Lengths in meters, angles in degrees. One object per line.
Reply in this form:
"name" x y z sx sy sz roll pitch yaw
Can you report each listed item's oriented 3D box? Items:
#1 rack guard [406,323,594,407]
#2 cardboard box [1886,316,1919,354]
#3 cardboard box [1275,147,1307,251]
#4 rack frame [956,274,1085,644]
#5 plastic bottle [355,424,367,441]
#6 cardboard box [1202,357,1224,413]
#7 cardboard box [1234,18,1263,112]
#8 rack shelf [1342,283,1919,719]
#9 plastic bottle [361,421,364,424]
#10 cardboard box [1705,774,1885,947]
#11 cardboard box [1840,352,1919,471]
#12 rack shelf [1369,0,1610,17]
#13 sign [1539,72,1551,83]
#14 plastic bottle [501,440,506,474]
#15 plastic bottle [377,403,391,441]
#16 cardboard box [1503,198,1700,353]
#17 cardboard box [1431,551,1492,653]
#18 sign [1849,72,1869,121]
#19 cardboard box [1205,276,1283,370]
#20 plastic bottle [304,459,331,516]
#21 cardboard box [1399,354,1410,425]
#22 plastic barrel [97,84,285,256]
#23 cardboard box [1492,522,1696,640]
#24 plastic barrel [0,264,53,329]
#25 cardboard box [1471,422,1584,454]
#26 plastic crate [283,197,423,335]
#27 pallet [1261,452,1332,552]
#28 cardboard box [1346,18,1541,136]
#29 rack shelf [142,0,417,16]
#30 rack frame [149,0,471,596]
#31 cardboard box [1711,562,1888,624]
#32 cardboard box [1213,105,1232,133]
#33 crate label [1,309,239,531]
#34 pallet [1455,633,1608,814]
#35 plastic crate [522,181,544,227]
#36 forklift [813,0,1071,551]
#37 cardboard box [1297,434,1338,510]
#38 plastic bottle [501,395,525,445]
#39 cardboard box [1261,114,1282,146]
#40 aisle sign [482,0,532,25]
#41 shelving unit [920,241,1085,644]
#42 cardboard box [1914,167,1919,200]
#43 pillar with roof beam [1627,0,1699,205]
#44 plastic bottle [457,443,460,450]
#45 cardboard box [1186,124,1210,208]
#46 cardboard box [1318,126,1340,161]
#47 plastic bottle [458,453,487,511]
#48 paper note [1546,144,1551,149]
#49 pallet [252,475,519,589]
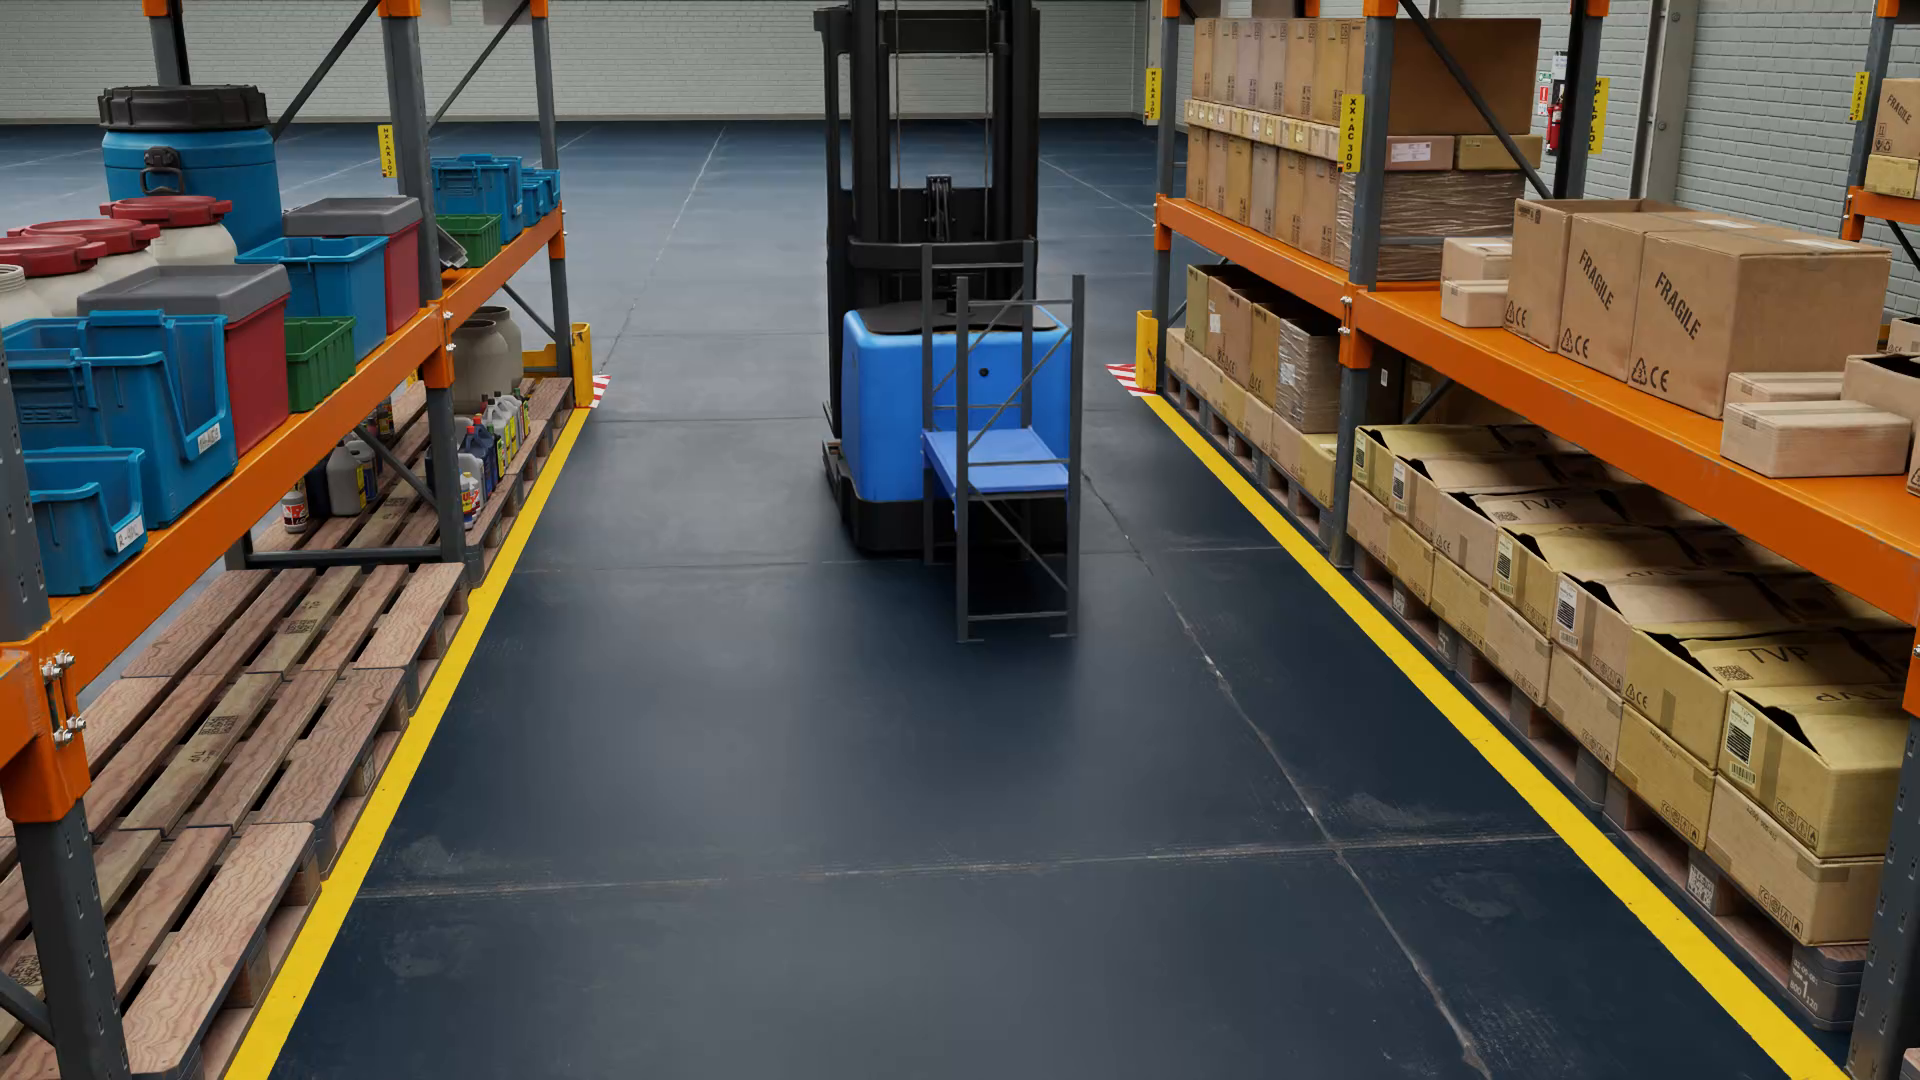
"rack guard" -3.043 -1.150 11.005 1.175 0.500 0.348 -2 18 -6
"cardboard box" 6.738 -1.388 11.344 0.500 0.311 0.500 -4 18 -12
"cardboard box" 2.081 -1.810 8.768 0.700 0.500 0.500 -2 17 -5
"rack frame" 0.235 -0.305 6.644 0.500 1.500 0.032 -3 18 -8
"plastic bottle" -2.992 -0.433 8.349 0.061 0.283 0.133 -2 18 -6
"cardboard box" 1.770 -0.940 10.052 0.500 0.250 0.500 -2 18 -6
"cardboard box" 1.983 -2.720 9.501 0.700 0.500 0.500 -2 18 -5
"rack shelf" 2.448 -0.385 5.596 1.077 0.370 4.000 -2 18 -6
"plastic bottle" -3.154 -0.530 8.677 0.097 0.271 0.097 0 17 0
"cardboard box" 2.358 0.830 4.414 0.500 0.250 0.500 -1 17 -4
"cardboard box" 2.755 -0.362 4.471 0.500 0.311 0.500 -2 18 -6
"rack shelf" 2.448 -1.816 5.147 1.077 0.370 4.000 -2 18 -6
"sign" 6.890 -5.449 19.582 0.001 0.109 0.331 -2 18 -6
"plastic bottle" -2.381 -0.441 8.512 0.097 0.201 0.097 0 17 0
"plastic bottle" -3.210 -0.658 9.202 0.097 0.201 0.097 0 17 0
"cardboard box" 2.359 -0.985 6.141 0.500 0.500 0.500 -1 17 -2
"cardboard box" 2.145 0.222 6.351 0.500 0.250 0.500 -2 18 -7
"sign" 6.216 -3.066 11.490 0.100 0.325 0.005 -2 18 -6
"cardboard box" 1.781 -1.298 9.940 0.500 0.500 0.500 -2 18 -6
"plastic bottle" -3.039 -0.301 7.816 0.144 0.351 0.185 -2 18 -7
"cardboard box" 2.446 -0.867 8.567 0.500 0.500 0.500 -2 18 -6
"plastic barrel" -2.947 -1.287 6.431 0.600 0.901 0.708 -2 18 -6
"cardboard box" 2.197 0.109 5.775 0.500 0.311 0.500 -1 17 -4
"plastic barrel" -2.635 -0.459 4.444 0.421 0.512 0.421 0 17 0
"cardboard box" 2.569 -0.368 7.295 0.500 0.311 0.500 -2 18 -6
"plastic crate" -2.331 -1.068 6.463 0.402 0.464 0.583 -2 18 -6
"pallet" 2.201 -0.232 8.563 1.003 0.211 1.213 -2 18 -6
"cardboard box" 2.190 -2.123 7.597 0.700 0.500 0.500 -2 18 -5
"rack shelf" -2.479 -1.664 4.663 1.077 0.370 4.000 -2 18 -6
"rack frame" -2.685 -1.172 6.902 1.000 3.000 0.127 -2 18 -6
"cardboard box" 2.780 0.238 5.363 0.500 0.311 0.500 -2 18 -7
"cardboard box" 1.734 -2.521 9.949 0.380 0.149 0.250 -2 18 -6
"crate label" -2.106 -0.301 4.070 0.502 0.435 0.616 -2 18 -6
"pallet" 2.486 0.589 5.948 1.003 0.211 1.213 -2 18 -6
"plastic crate" -2.687 -1.959 9.658 0.499 0.251 0.408 -2 18 -6
"forklift" -0.179 -1.745 8.842 1.130 2.935 3.031 -3 18 -8
"cardboard box" 1.977 -0.344 8.154 0.500 0.250 0.500 -2 18 -6
"plastic bottle" -2.474 -0.665 9.099 0.152 0.276 0.135 -2 18 -5
"cardboard box" 1.841 -2.213 8.968 0.380 0.149 0.250 -1 17 -4
"aisle sign" -2.810 -3.635 10.406 0.394 0.787 0.004 -2 18 -6
"shelving unit" 0.157 -0.455 7.123 0.538 1.500 1.048 -3 18 -8
"cardboard box" 6.558 -2.298 10.707 0.500 0.250 0.500 -2 18 -7
"pillar with roof beam" 2.788 -7.005 15.466 9.100 9.000 0.400 -2 18 -6
"plastic bottle" -2.491 -0.373 8.178 0.097 0.271 0.097 0 17 0
"cardboard box" 1.865 -2.424 10.723 0.700 0.500 0.500 -2 18 -6
"cardboard box" 1.948 -1.907 7.994 0.380 0.149 0.250 -2 18 -7
"plastic bottle" -2.343 -0.286 7.894 0.152 0.276 0.135 -1 17 -4
"paper note" 6.903 -4.648 19.444 0.016 0.148 0.142 -2 18 -6
"pallet" -2.713 -0.043 7.961 1.003 0.211 1.213 -2 18 -6
